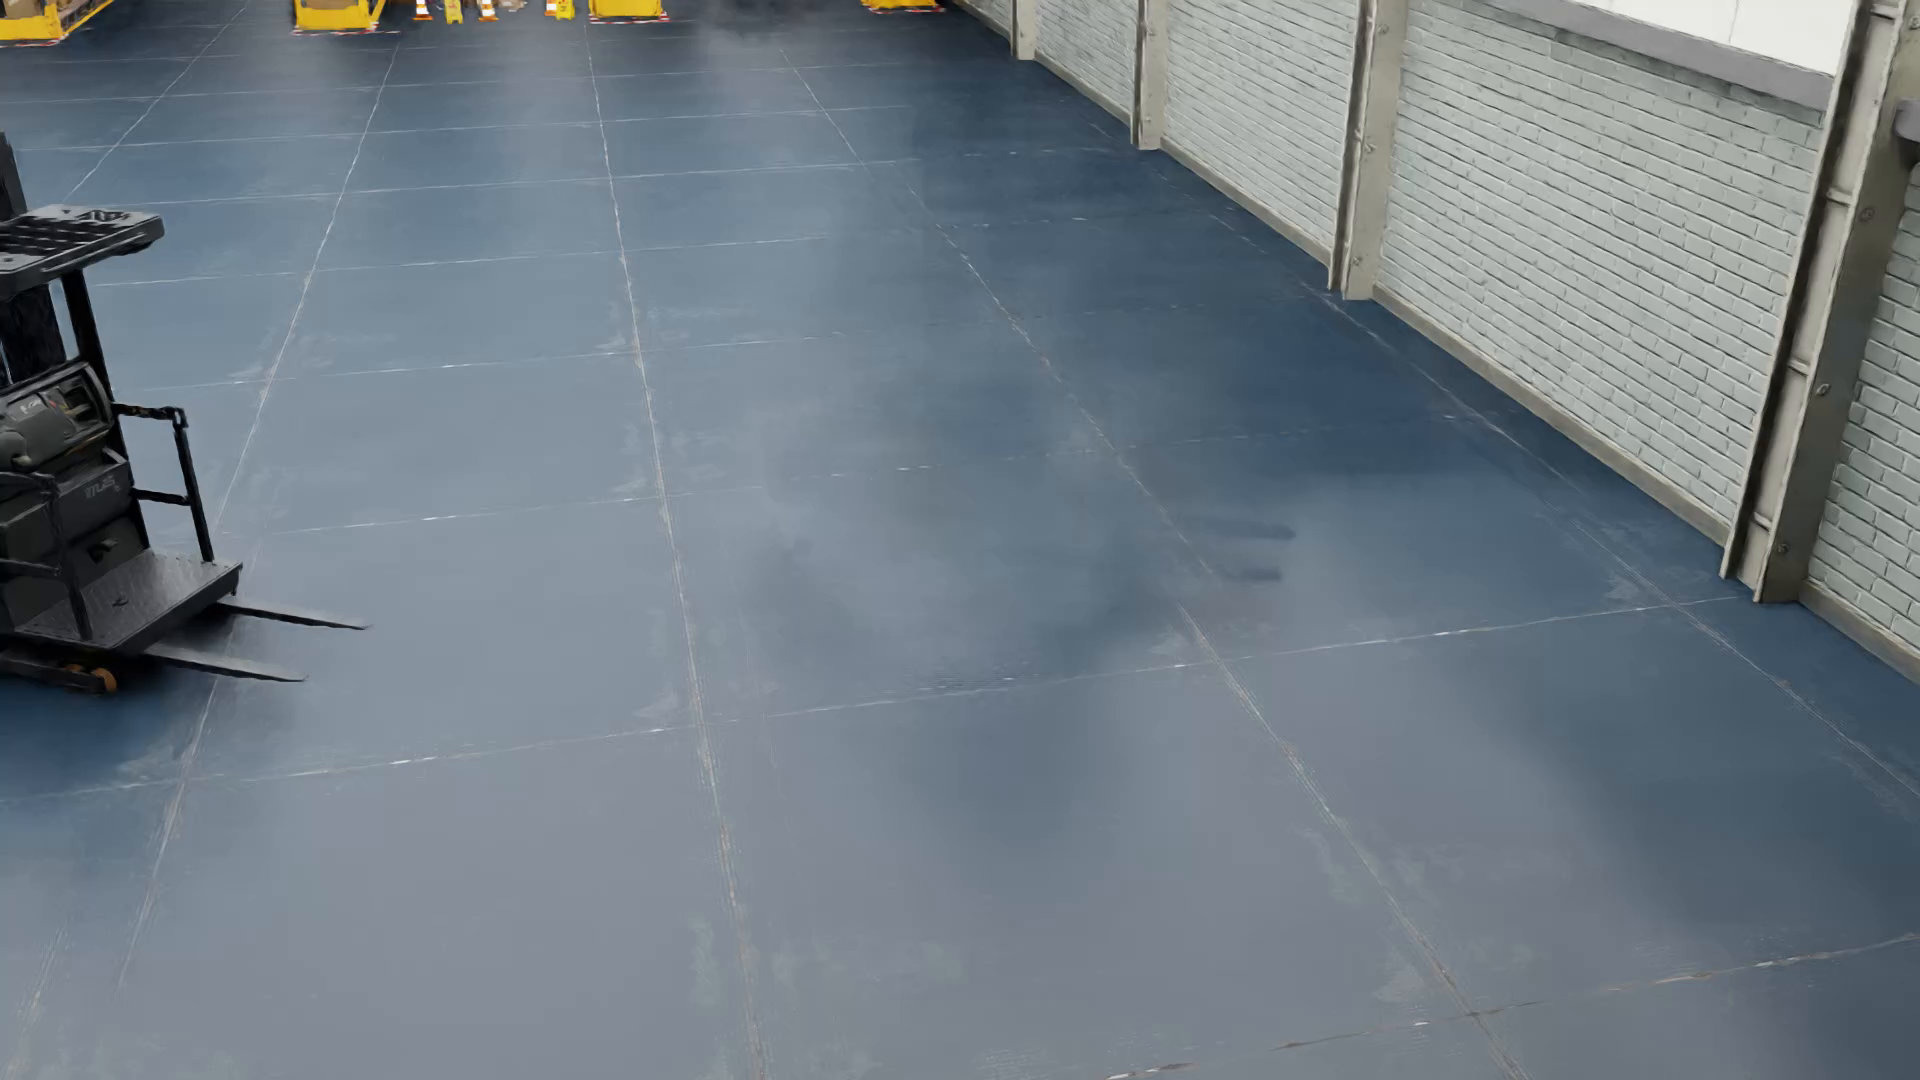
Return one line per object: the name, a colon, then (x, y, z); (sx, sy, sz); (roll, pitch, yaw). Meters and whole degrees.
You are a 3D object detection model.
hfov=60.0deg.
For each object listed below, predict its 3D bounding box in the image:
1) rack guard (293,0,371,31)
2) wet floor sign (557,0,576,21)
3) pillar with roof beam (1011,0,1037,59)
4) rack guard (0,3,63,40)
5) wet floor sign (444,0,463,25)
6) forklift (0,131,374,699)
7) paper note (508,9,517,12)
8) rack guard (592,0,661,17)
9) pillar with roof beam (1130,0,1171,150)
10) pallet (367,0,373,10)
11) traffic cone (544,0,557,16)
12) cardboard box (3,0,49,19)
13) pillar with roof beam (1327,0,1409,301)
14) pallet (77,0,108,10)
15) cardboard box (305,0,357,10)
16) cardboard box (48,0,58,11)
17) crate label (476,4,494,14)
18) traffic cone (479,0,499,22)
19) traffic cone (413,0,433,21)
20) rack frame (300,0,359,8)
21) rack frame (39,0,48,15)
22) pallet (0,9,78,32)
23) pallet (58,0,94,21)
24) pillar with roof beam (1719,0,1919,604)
rack guard: (-5.166, -9.540, 29.443); (1.175, 0.500, 0.348); (-6, 27, -12)
wet floor sign: (-1.371, -9.970, 30.134); (0.267, 0.644, 0.232); (3, 27, 6)
pillar with roof beam: (2.343, -11.723, 24.336); (9.100, 9.000, 0.400); (-6, 27, -12)
rack guard: (-10.043, -9.125, 28.620); (1.175, 0.500, 0.348); (-6, 27, -12)
wet floor sign: (-3.235, -9.804, 29.804); (0.267, 0.644, 0.232); (-11, 29, -20)
forklift: (0.601, -1.224, 10.270); (3.031, 2.935, 1.130); (8, 28, 15)
paper note: (-2.524, -10.101, 31.075); (0.148, 0.019, 0.142); (-16, 31, -29)
rack guard: (-0.388, -10.131, 30.613); (1.175, 0.500, 0.348); (-6, 27, -12)
pillar with roof beam: (3.695, -9.089, 19.118); (9.100, 9.000, 0.400); (-6, 27, -12)
pallet: (-5.699, -10.299, 31.267); (1.003, 0.211, 1.213); (-6, 27, -12)
traffic cone: (-1.725, -10.139, 30.670); (0.336, 0.463, 0.334); (-6, 27, -12)
cardboard box: (-10.151, -9.555, 29.005); (0.500, 0.500, 0.500); (-1, 27, -2)
pillar with roof beam: (5.047, -6.455, 13.899); (9.100, 9.000, 0.400); (-6, 27, -12)
pallet: (-10.742, -10.427, 31.521); (1.003, 0.211, 1.213); (-6, 27, -12)
cardboard box: (-5.388, -10.196, 29.861); (0.875, 0.875, 0.875); (-6, 27, -11)
cardboard box: (-10.319, -9.814, 29.518); (0.500, 0.500, 0.500); (1, 27, 2)
crate label: (-2.967, -10.070, 30.896); (0.250, 0.136, 0.298); (-23, 35, -38)
traffic cone: (-2.730, -9.877, 30.151); (0.336, 0.463, 0.334); (-6, 27, -12)
traffic cone: (-3.907, -9.911, 30.219); (0.336, 0.463, 0.334); (-6, 27, -12)
rack frame: (-5.171, -10.666, 28.900); (1.000, 3.000, 0.127); (-6, 27, -12)
rack frame: (-10.026, -10.207, 27.990); (1.000, 3.000, 0.127); (-6, 27, -12)
pallet: (-10.192, -9.356, 29.398); (1.003, 0.211, 1.213); (-6, 27, -12)
pallet: (-10.463, -9.890, 30.457); (1.003, 0.211, 1.213); (-6, 27, -12)
pillar with roof beam: (6.400, -3.821, 8.681); (9.100, 9.000, 0.400); (-6, 27, -12)
